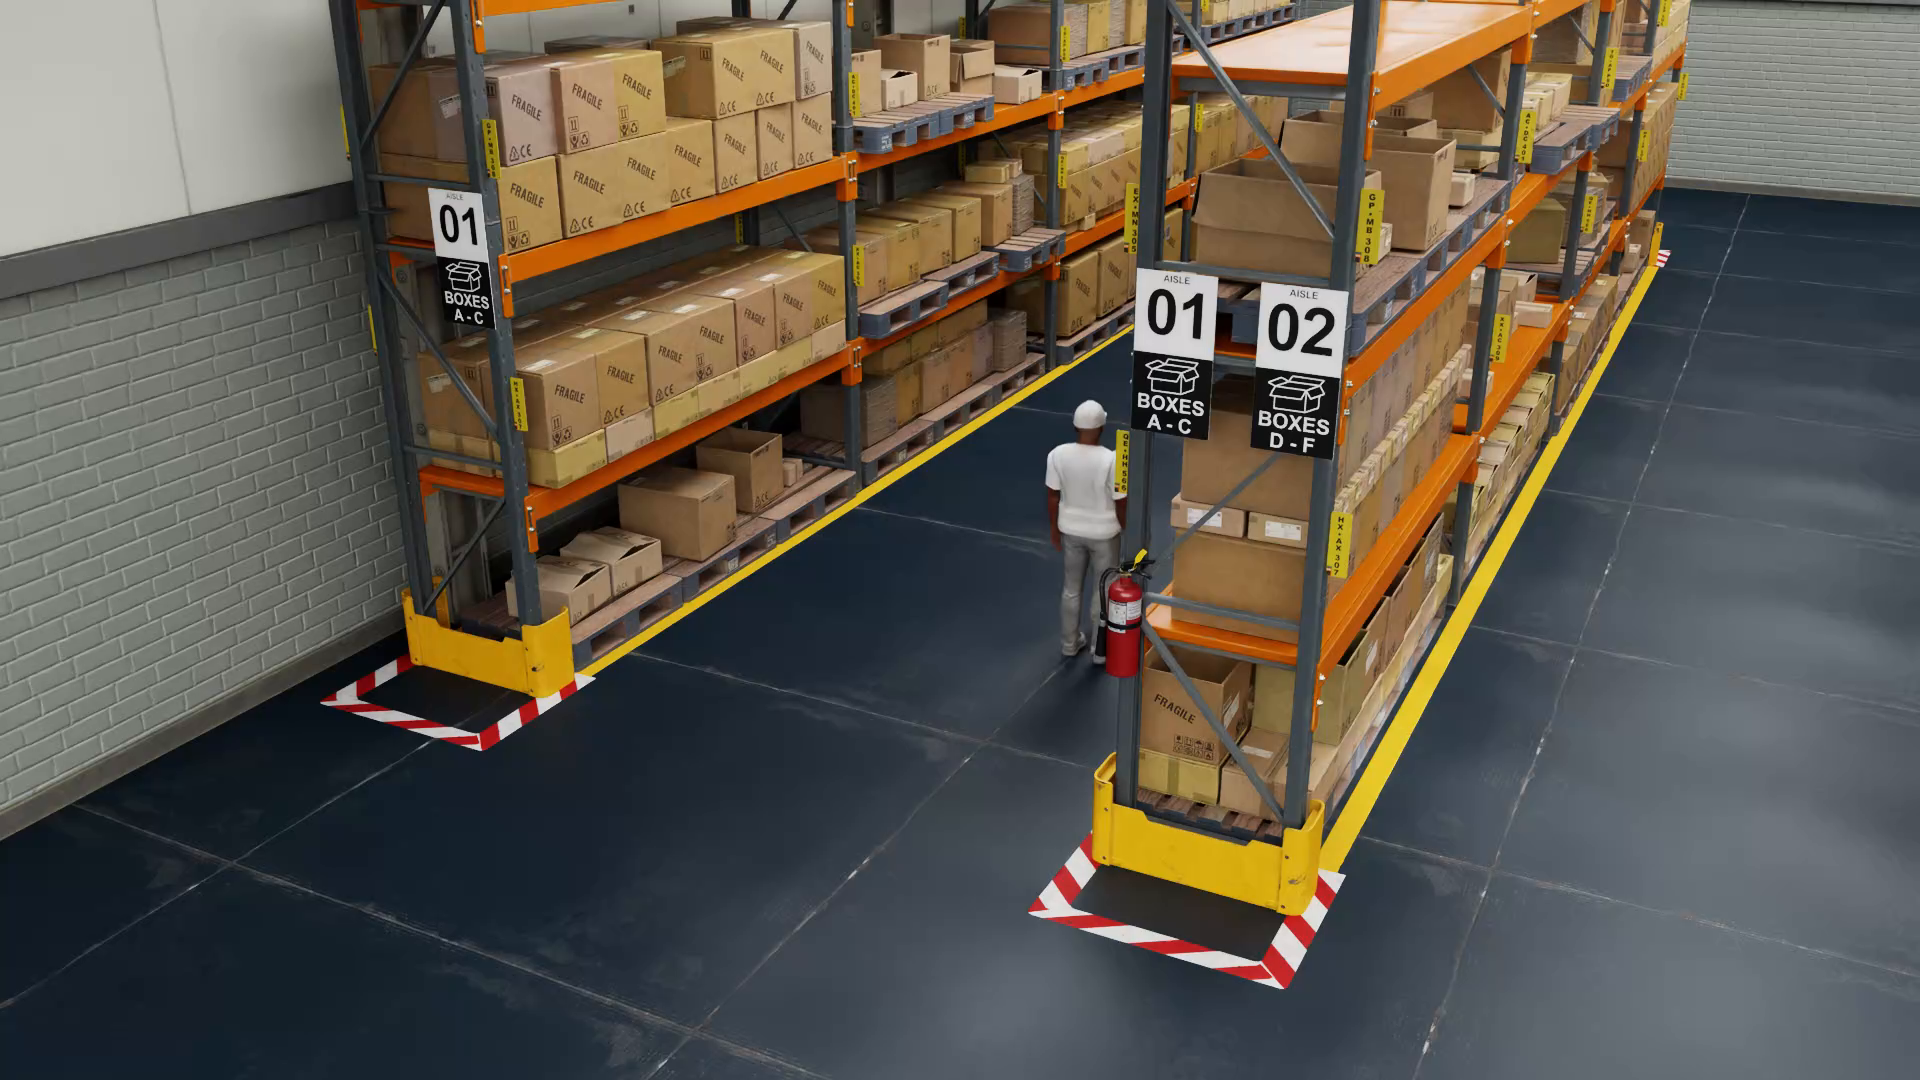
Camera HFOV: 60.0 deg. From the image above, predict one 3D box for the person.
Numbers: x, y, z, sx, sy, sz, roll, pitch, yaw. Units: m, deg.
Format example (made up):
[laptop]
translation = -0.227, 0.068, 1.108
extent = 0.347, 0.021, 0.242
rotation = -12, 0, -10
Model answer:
[person]
translation = 0.846, -0.054, 10.856
extent = 0.577, 1.784, 0.366
rotation = 11, 25, 25
